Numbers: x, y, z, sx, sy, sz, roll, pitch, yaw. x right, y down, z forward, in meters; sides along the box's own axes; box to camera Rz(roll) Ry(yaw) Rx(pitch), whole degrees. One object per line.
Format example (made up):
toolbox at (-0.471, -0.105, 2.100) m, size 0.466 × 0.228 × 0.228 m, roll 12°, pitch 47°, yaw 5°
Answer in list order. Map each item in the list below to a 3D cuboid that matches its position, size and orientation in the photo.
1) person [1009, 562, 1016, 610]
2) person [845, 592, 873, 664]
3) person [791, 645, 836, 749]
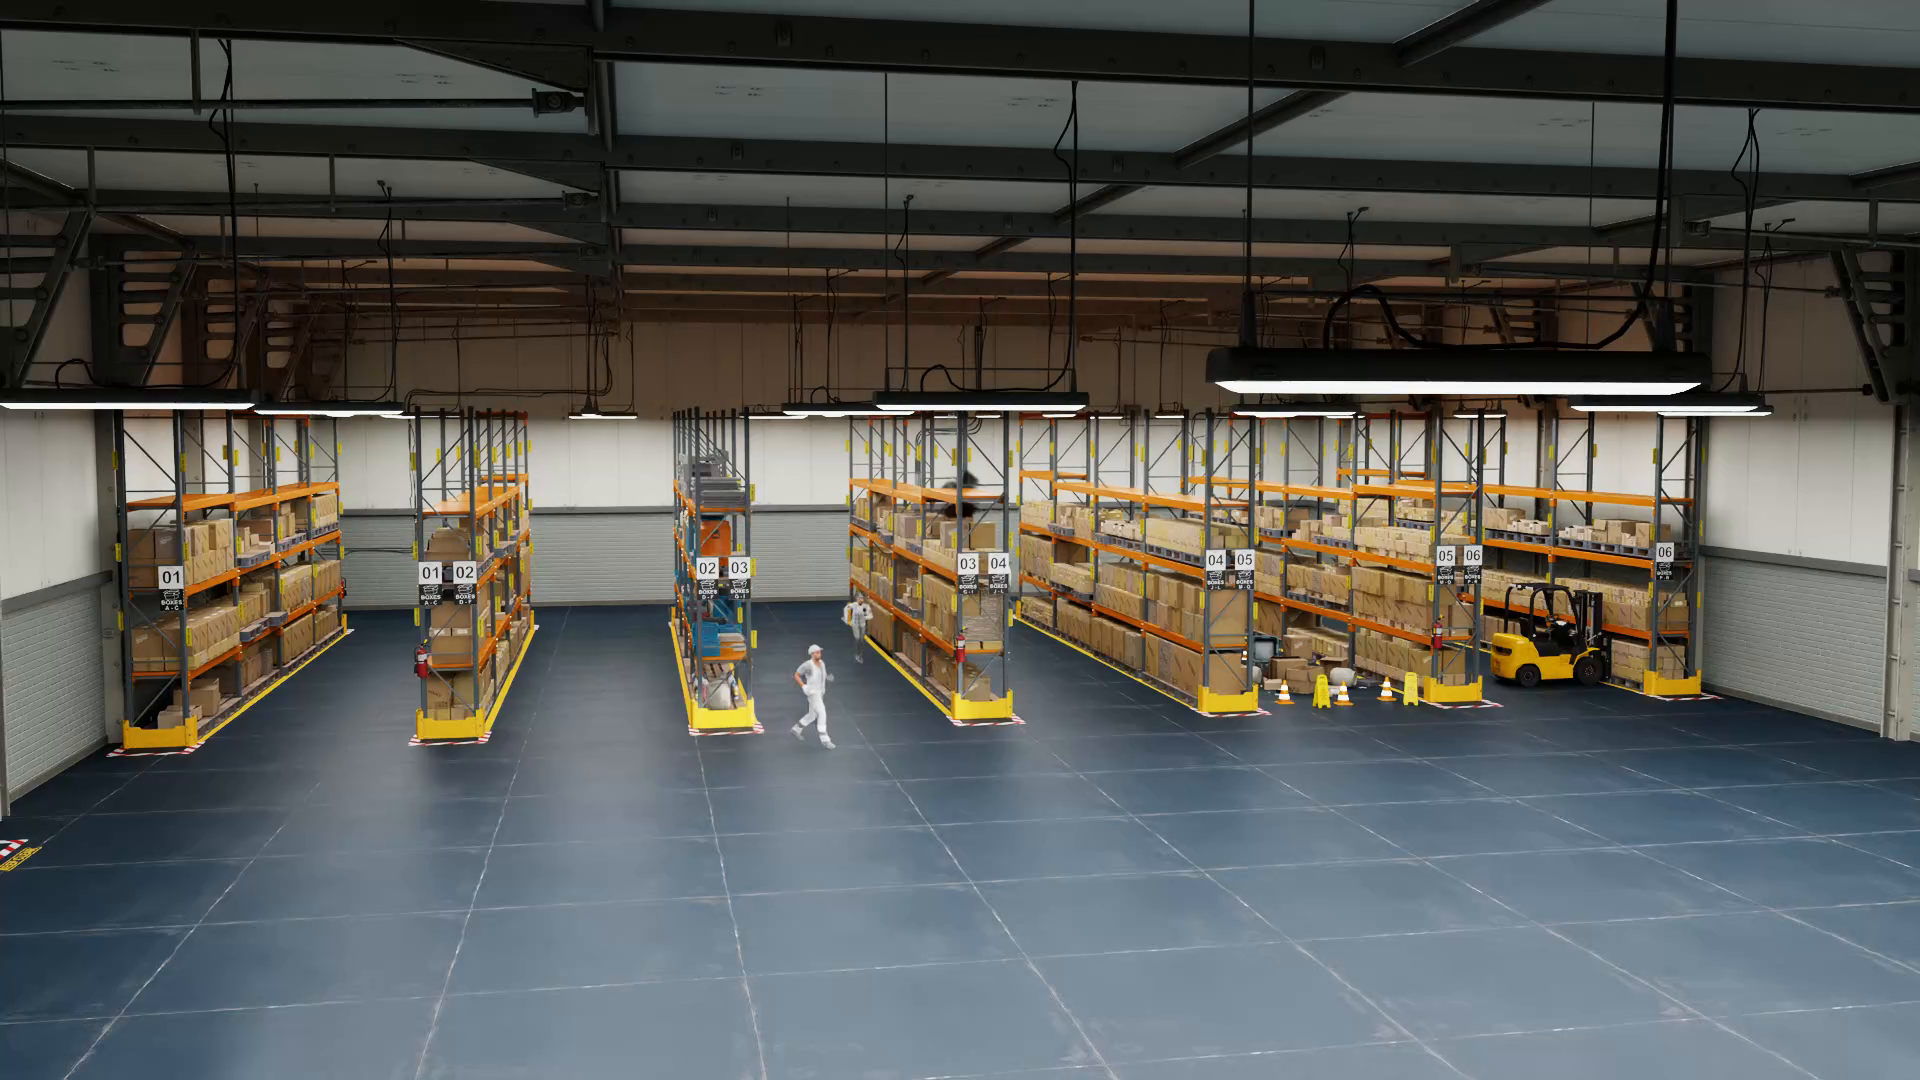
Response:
person at (1.390, 1.409, 49.600) m, size 0.766 × 1.689 × 0.648 m, roll -1°, pitch 4°, yaw -19°
person at (-2.348, 2.007, 38.551) m, size 0.636 × 1.638 × 0.835 m, roll -1°, pitch 4°, yaw -11°
person at (-2.570, 2.736, 29.343) m, size 0.929 × 1.803 × 0.634 m, roll 2°, pitch 4°, yaw 25°
